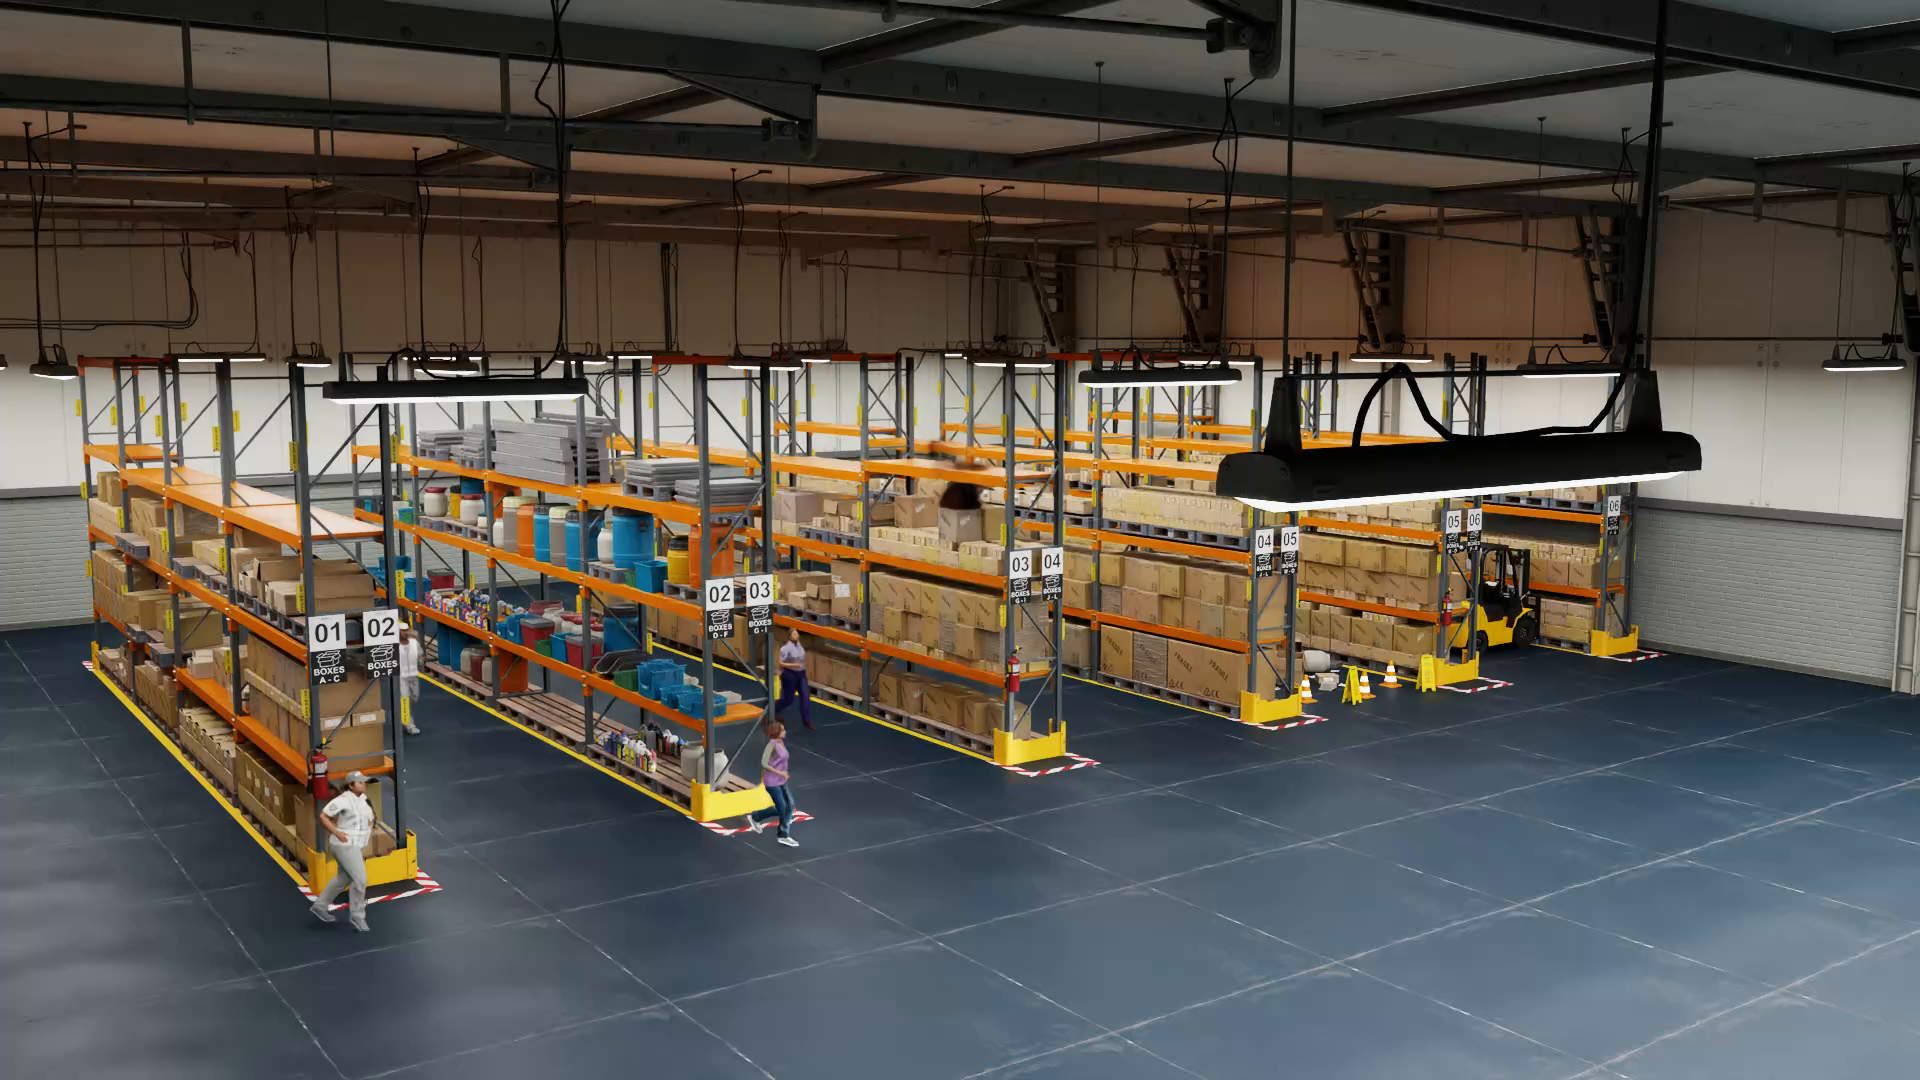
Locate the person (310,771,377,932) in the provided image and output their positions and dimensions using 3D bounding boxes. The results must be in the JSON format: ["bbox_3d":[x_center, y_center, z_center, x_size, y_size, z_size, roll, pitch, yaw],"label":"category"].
[{"bbox_3d":[-6.677,3.360,18.054,0.734,1.722,0.629,0,7,4],"label":"person"}]

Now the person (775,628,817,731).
[{"bbox_3d":[-2.701,2.238,26.971,0.925,1.646,0.606,6,9,39],"label":"person"}]

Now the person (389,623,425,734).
[{"bbox_3d":[-8.946,2.205,26.801,0.696,1.763,0.941,-7,10,-43],"label":"person"}]

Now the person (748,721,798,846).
[{"bbox_3d":[-2.346,3.048,20.838,0.660,1.584,0.577,2,7,16],"label":"person"}]
